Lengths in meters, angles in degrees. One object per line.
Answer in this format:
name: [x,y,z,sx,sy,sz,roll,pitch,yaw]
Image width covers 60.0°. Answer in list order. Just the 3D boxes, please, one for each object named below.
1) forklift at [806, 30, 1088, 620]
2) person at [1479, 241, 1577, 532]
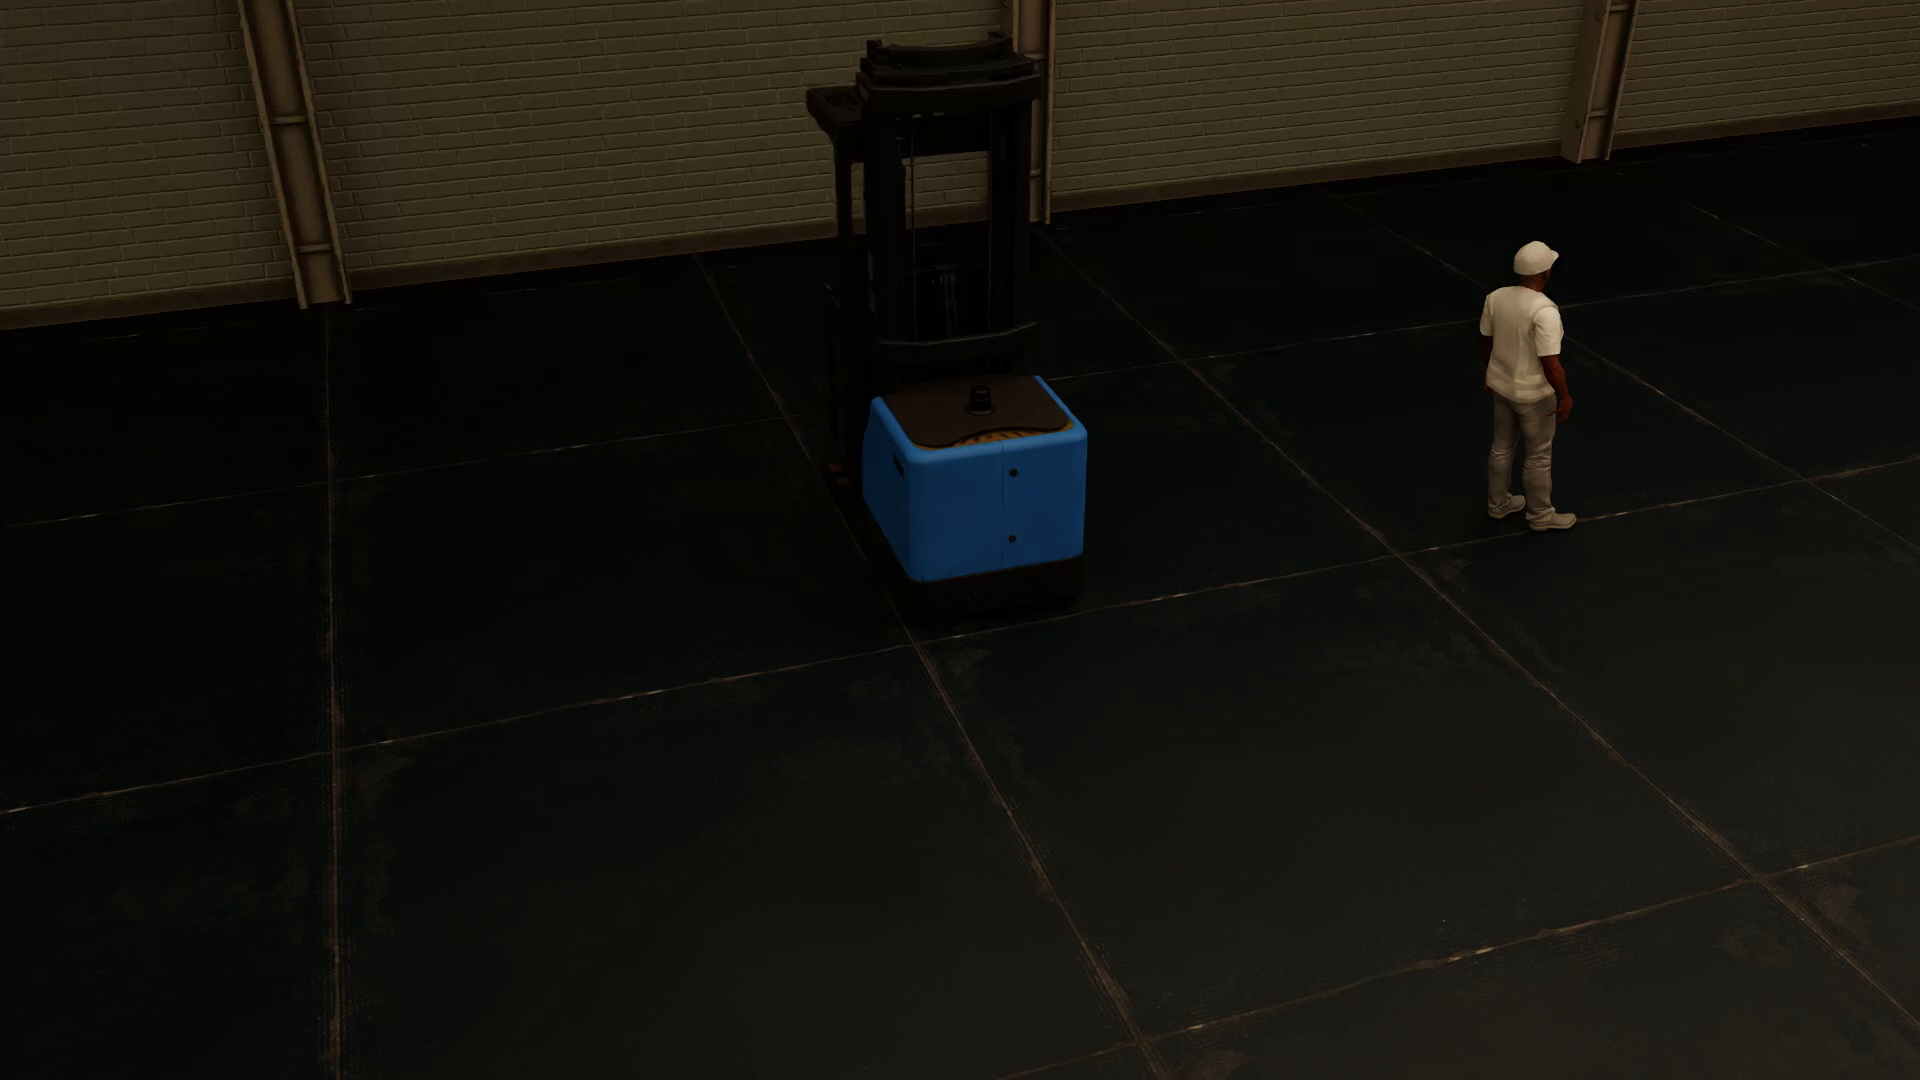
forklift: [-0.234,-1.552,9.785,1.130,2.935,3.031,-9,31,-15]
person: [3.388,-0.924,9.846,0.577,1.765,0.665,-14,33,-23]
